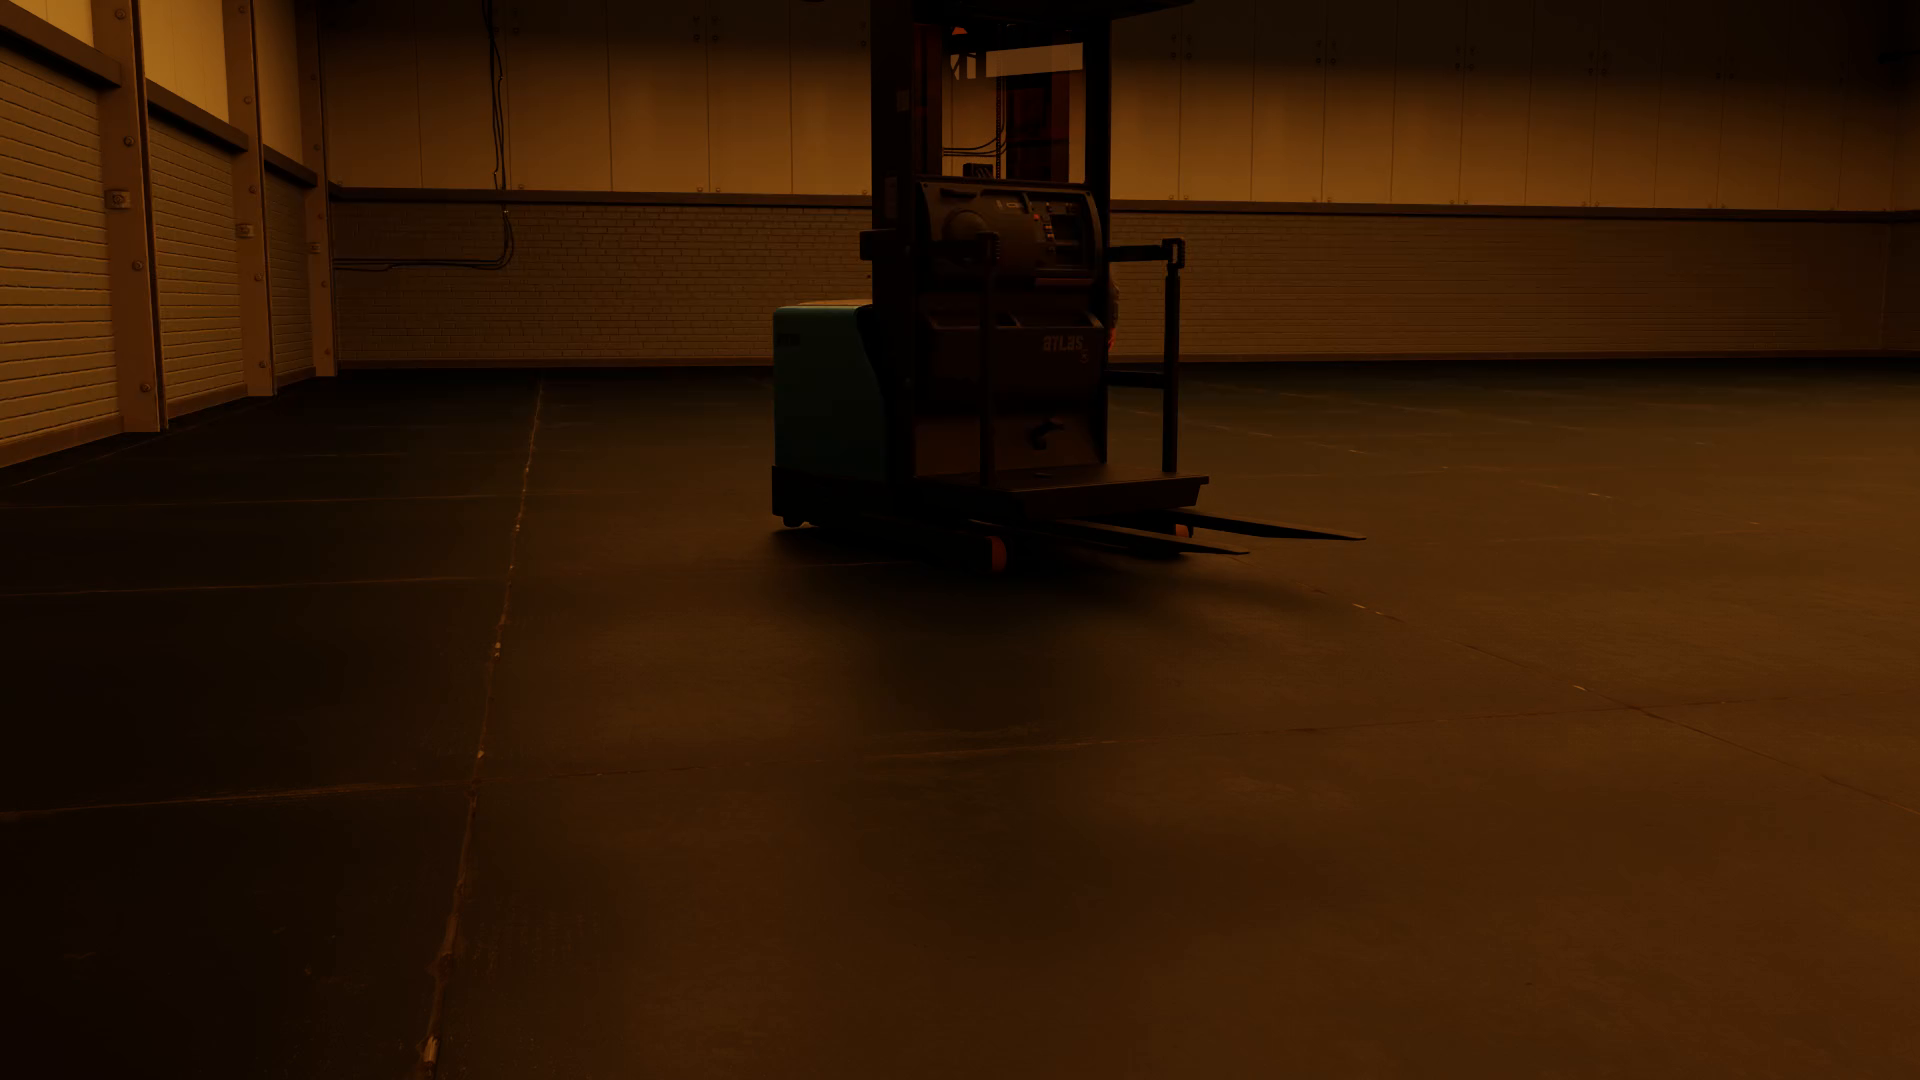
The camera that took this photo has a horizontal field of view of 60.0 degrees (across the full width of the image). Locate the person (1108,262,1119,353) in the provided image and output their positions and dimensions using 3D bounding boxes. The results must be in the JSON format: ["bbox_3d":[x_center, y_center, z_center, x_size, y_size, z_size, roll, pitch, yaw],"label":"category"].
[{"bbox_3d":[0.691,-1.285,10.626,0.634,1.723,0.566,-2,8,-12],"label":"person"}]

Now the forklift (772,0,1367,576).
[{"bbox_3d":[0.355,-1.383,7.015,1.130,2.935,3.031,-6,10,-35],"label":"forklift"}]
